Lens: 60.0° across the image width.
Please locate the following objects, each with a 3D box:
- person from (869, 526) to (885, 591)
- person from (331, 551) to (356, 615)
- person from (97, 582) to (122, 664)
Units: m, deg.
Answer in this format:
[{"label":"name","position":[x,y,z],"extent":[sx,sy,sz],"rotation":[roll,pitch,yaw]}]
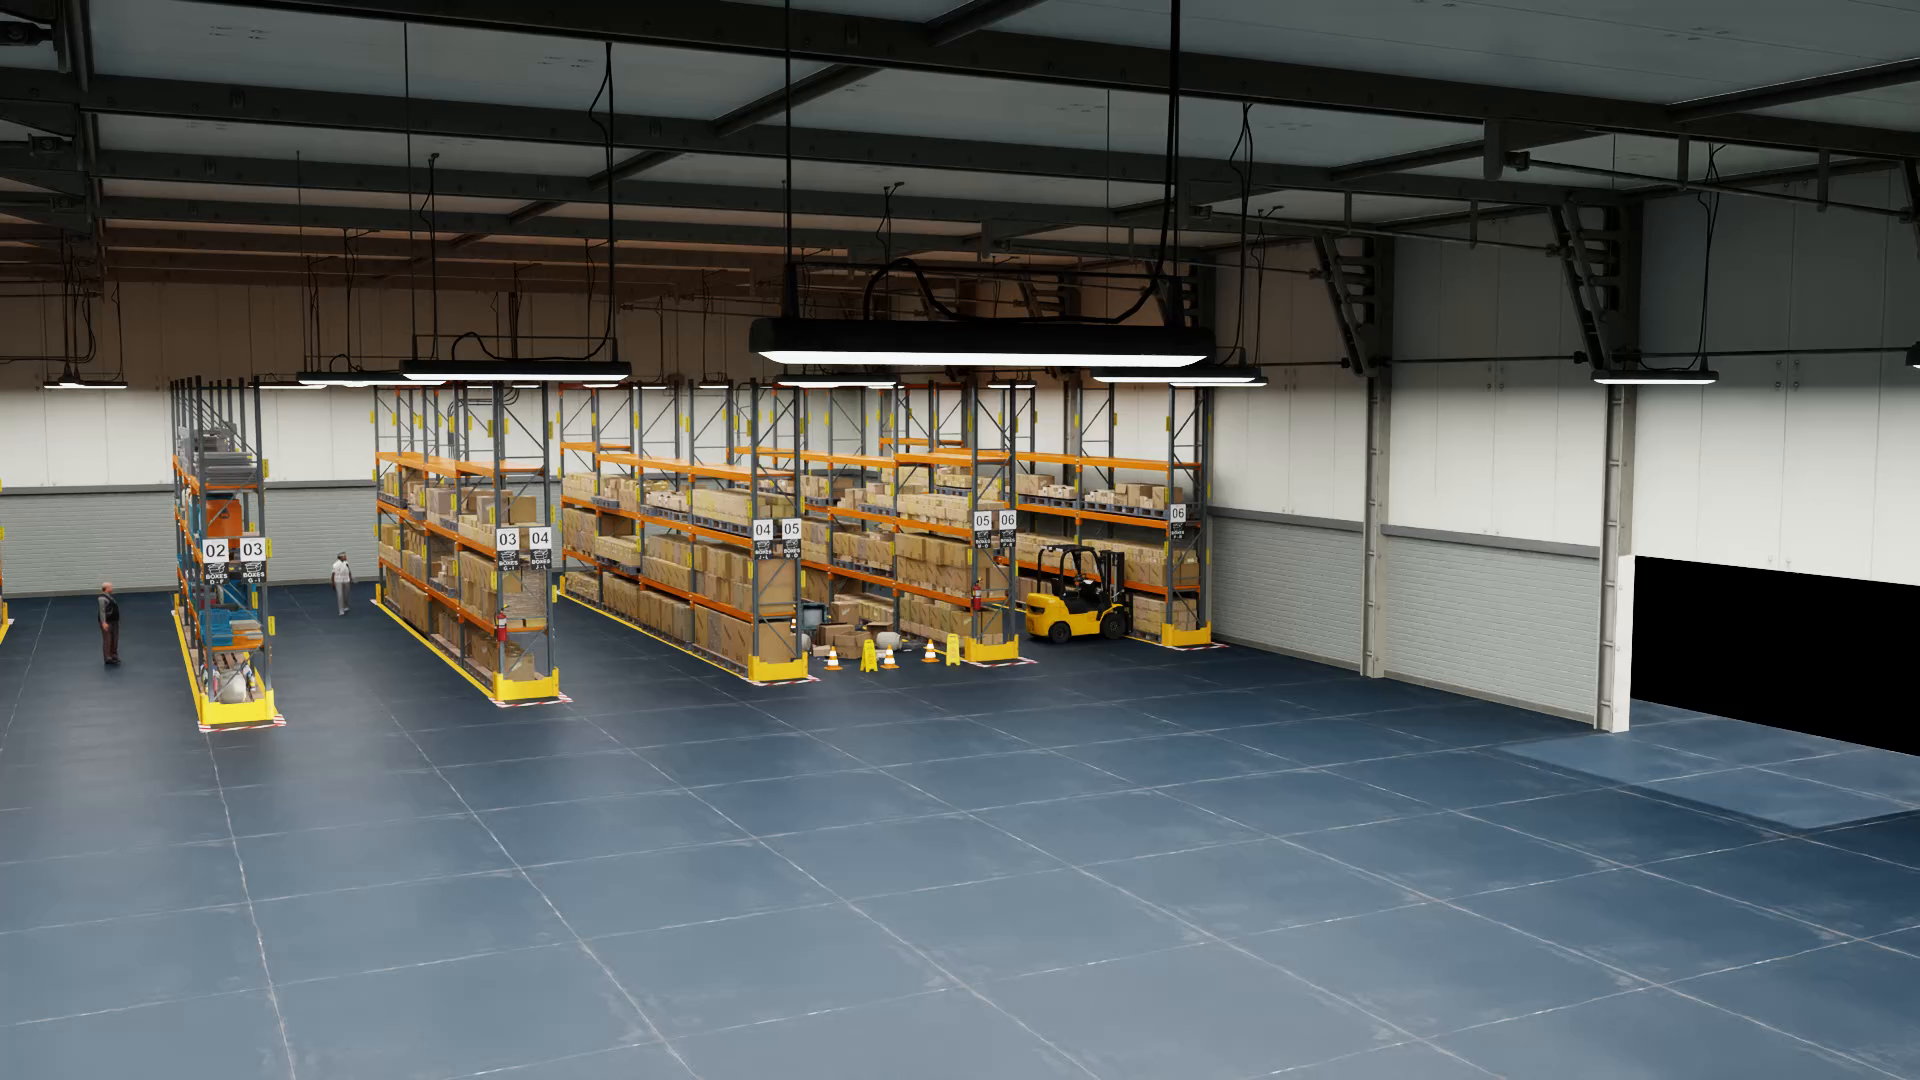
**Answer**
[{"label":"person","position":[-2.238,0.500,45.465],"extent":[0.588,1.795,0.446],"rotation":[1,5,10]},{"label":"person","position":[-15.905,1.091,42.885],"extent":[0.581,1.629,0.975],"rotation":[-3,6,-27]},{"label":"person","position":[-17.949,1.758,35.108],"extent":[0.432,1.743,0.592],"rotation":[1,5,7]}]
